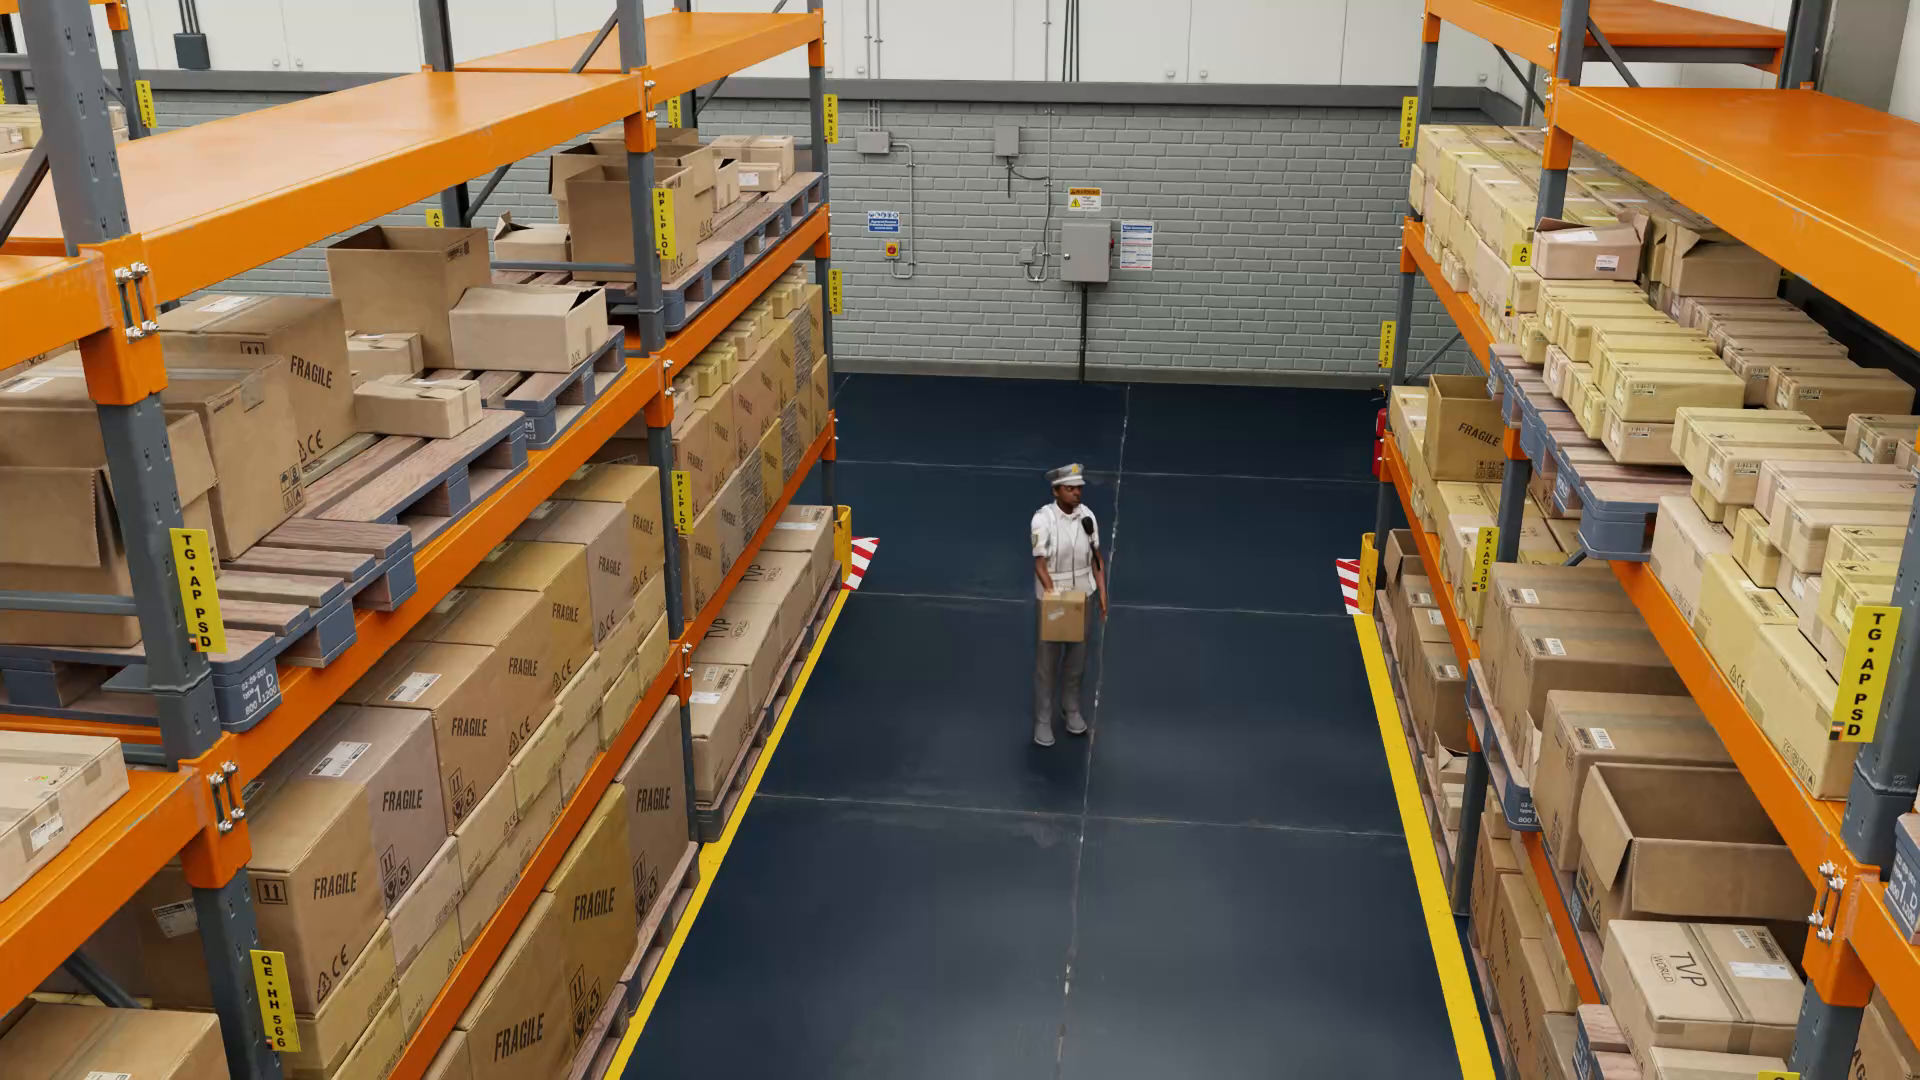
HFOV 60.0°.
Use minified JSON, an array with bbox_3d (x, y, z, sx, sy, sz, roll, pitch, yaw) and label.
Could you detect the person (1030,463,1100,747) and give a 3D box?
[{"bbox_3d":[0.630,0.364,10.089,0.513,1.705,0.466,-10,23,-24],"label":"person"}]
